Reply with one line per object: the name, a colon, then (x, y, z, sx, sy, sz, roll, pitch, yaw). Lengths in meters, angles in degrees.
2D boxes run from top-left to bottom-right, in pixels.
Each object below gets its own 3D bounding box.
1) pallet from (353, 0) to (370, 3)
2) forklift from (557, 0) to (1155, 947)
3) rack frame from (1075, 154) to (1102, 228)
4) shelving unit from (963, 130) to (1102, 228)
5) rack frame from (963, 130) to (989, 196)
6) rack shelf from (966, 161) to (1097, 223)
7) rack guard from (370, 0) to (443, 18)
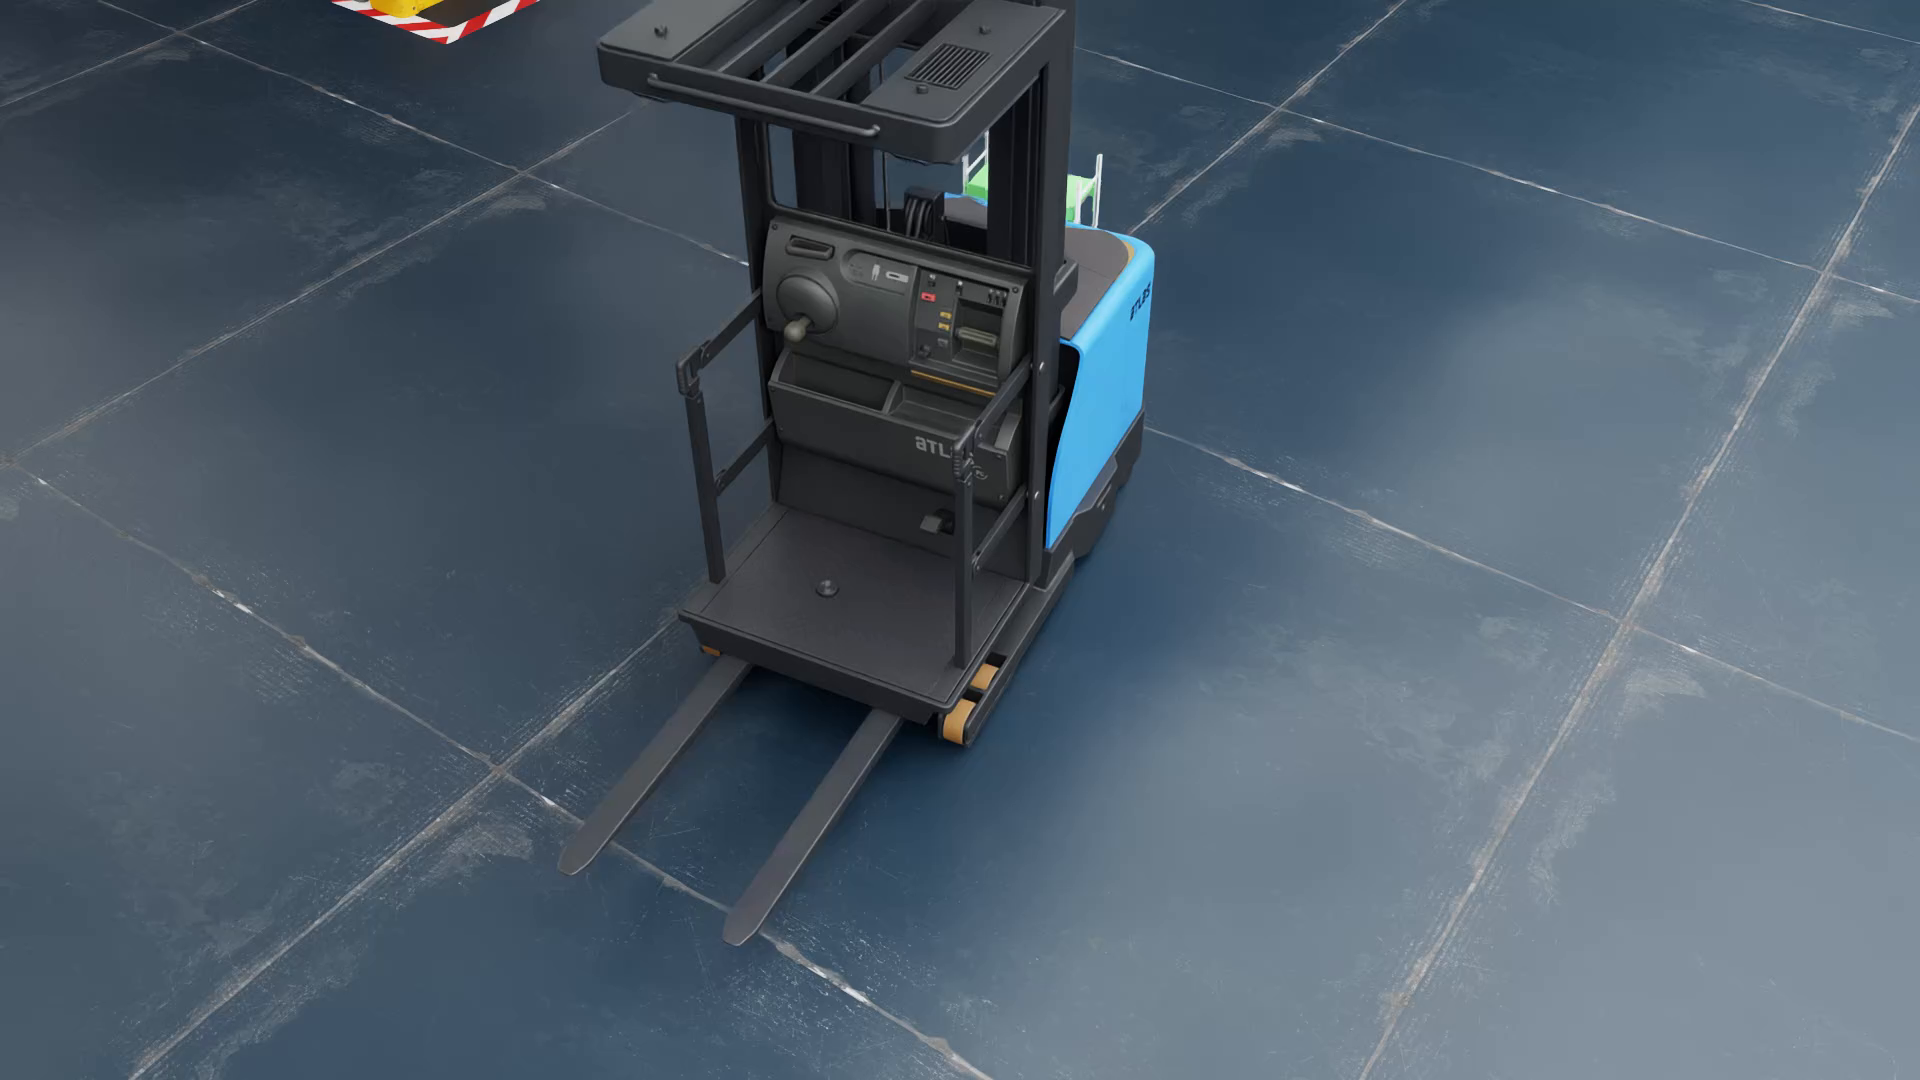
pallet: (-3.999, -3.983, 11.043, 1.213, 0.211, 1.003, 25, 48, 25)
forklift: (-0.321, -0.700, 5.334, 1.130, 2.935, 3.031, 18, 45, 19)
rack frame: (0.510, -1.026, 6.993, 0.015, 1.200, 0.240, 17, 44, 18)
shelving unit: (0.289, -1.094, 7.070, 0.503, 1.200, 0.258, 17, 44, 18)
rack frame: (0.068, -1.163, 7.147, 0.015, 1.200, 0.240, 17, 44, 18)
rack shelf: (0.292, -1.408, 6.797, 0.480, 0.148, 0.258, 17, 44, 18)
rack guard: (-3.279, -3.818, 10.642, 0.348, 0.500, 1.175, 25, 48, 25)
